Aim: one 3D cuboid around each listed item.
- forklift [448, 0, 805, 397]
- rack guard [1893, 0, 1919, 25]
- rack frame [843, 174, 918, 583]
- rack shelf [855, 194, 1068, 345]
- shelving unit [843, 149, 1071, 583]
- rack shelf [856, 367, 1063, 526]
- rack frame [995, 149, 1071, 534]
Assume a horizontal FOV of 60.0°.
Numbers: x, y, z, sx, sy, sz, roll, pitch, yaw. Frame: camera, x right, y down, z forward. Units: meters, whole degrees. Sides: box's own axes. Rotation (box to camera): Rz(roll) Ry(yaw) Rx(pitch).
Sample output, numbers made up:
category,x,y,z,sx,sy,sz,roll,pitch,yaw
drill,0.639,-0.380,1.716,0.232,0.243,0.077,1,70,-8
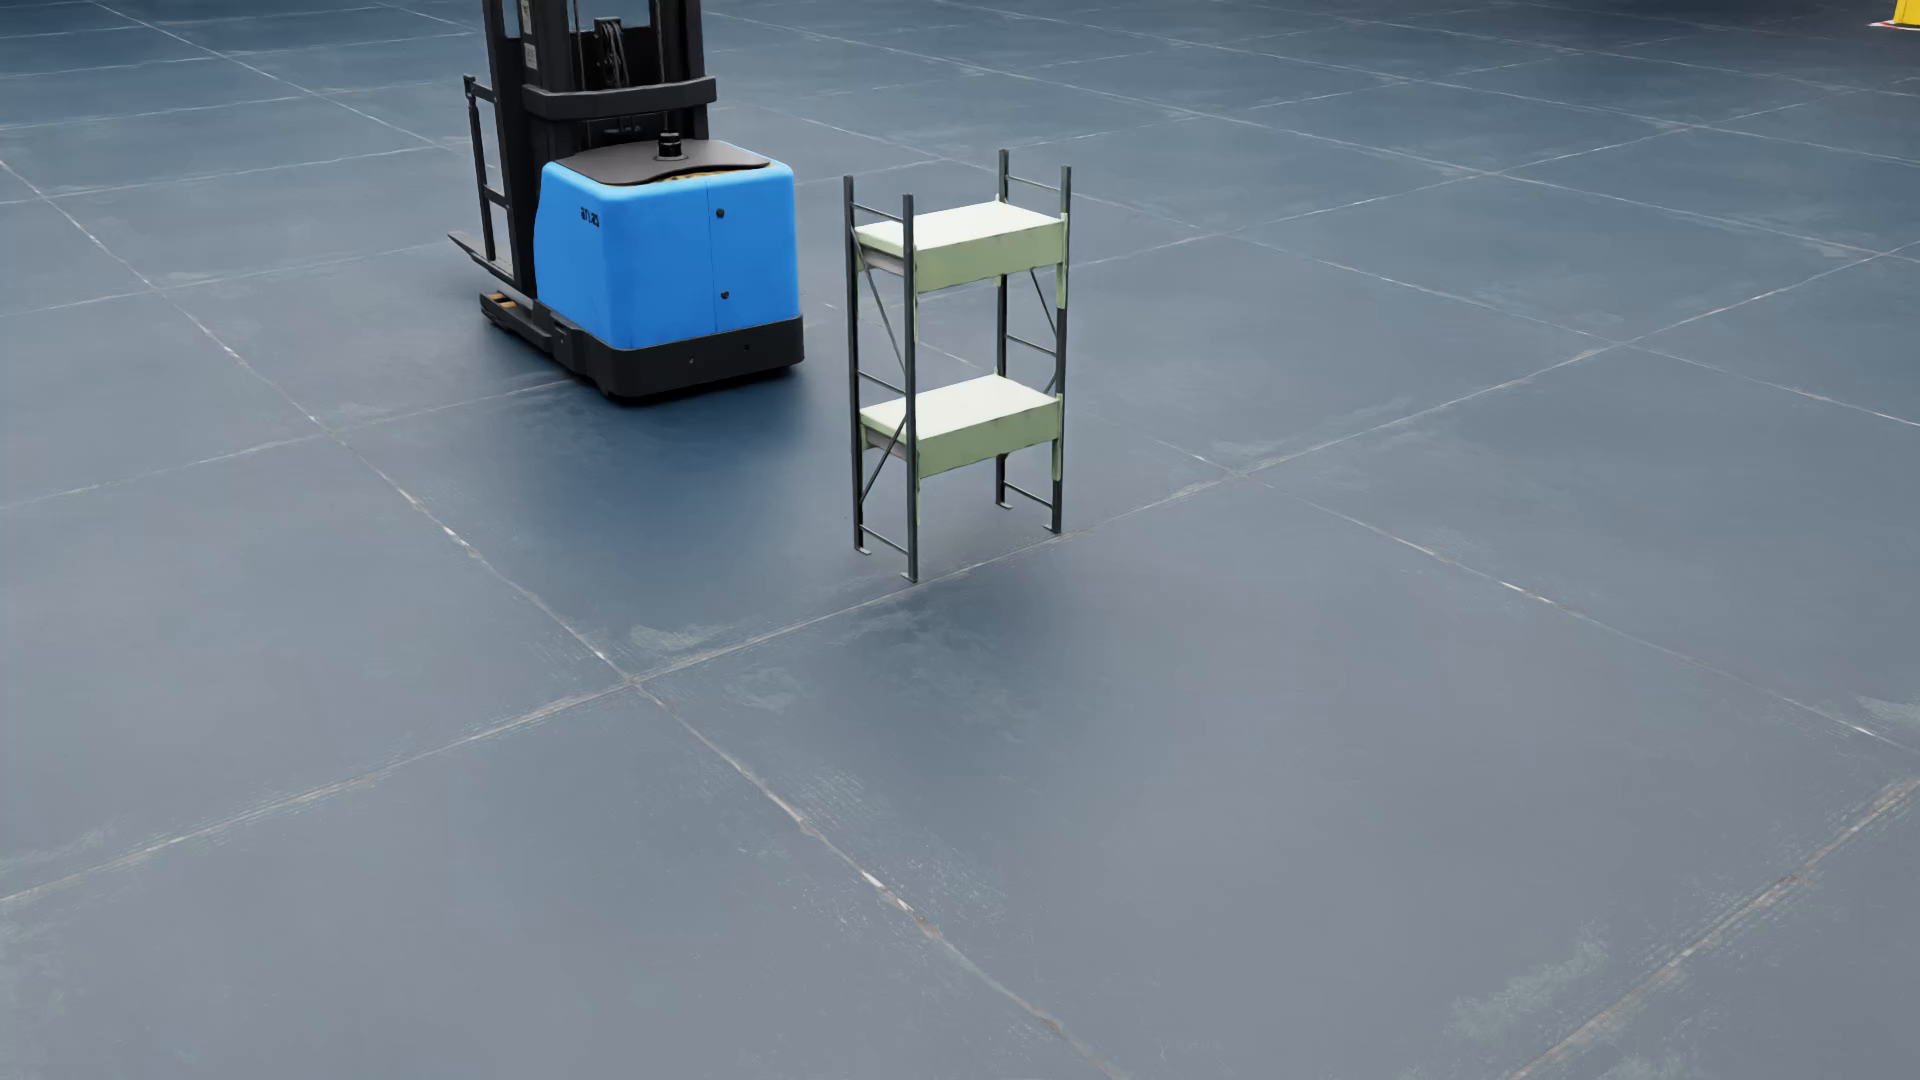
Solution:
category,x,y,z,sx,sy,sz,roll,pitch,yaw
forklift,-2.051,-2.591,8.850,1.130,2.935,3.031,-16,29,-31
rack guard,11.984,-6.469,20.094,0.348,0.500,1.175,-18,31,-34
rack frame,-0.293,-0.583,6.226,0.023,1.500,0.400,-18,31,-34
rack shelf,-0.005,-1.033,6.266,0.720,0.370,0.431,-18,31,-34
shelving unit,-0.005,-0.679,6.431,0.755,1.500,0.431,-18,31,-34
rack shelf,-0.005,-0.383,6.568,0.720,0.370,0.431,-18,31,-34
rack frame,0.283,-0.774,6.635,0.023,1.500,0.400,-18,31,-34
